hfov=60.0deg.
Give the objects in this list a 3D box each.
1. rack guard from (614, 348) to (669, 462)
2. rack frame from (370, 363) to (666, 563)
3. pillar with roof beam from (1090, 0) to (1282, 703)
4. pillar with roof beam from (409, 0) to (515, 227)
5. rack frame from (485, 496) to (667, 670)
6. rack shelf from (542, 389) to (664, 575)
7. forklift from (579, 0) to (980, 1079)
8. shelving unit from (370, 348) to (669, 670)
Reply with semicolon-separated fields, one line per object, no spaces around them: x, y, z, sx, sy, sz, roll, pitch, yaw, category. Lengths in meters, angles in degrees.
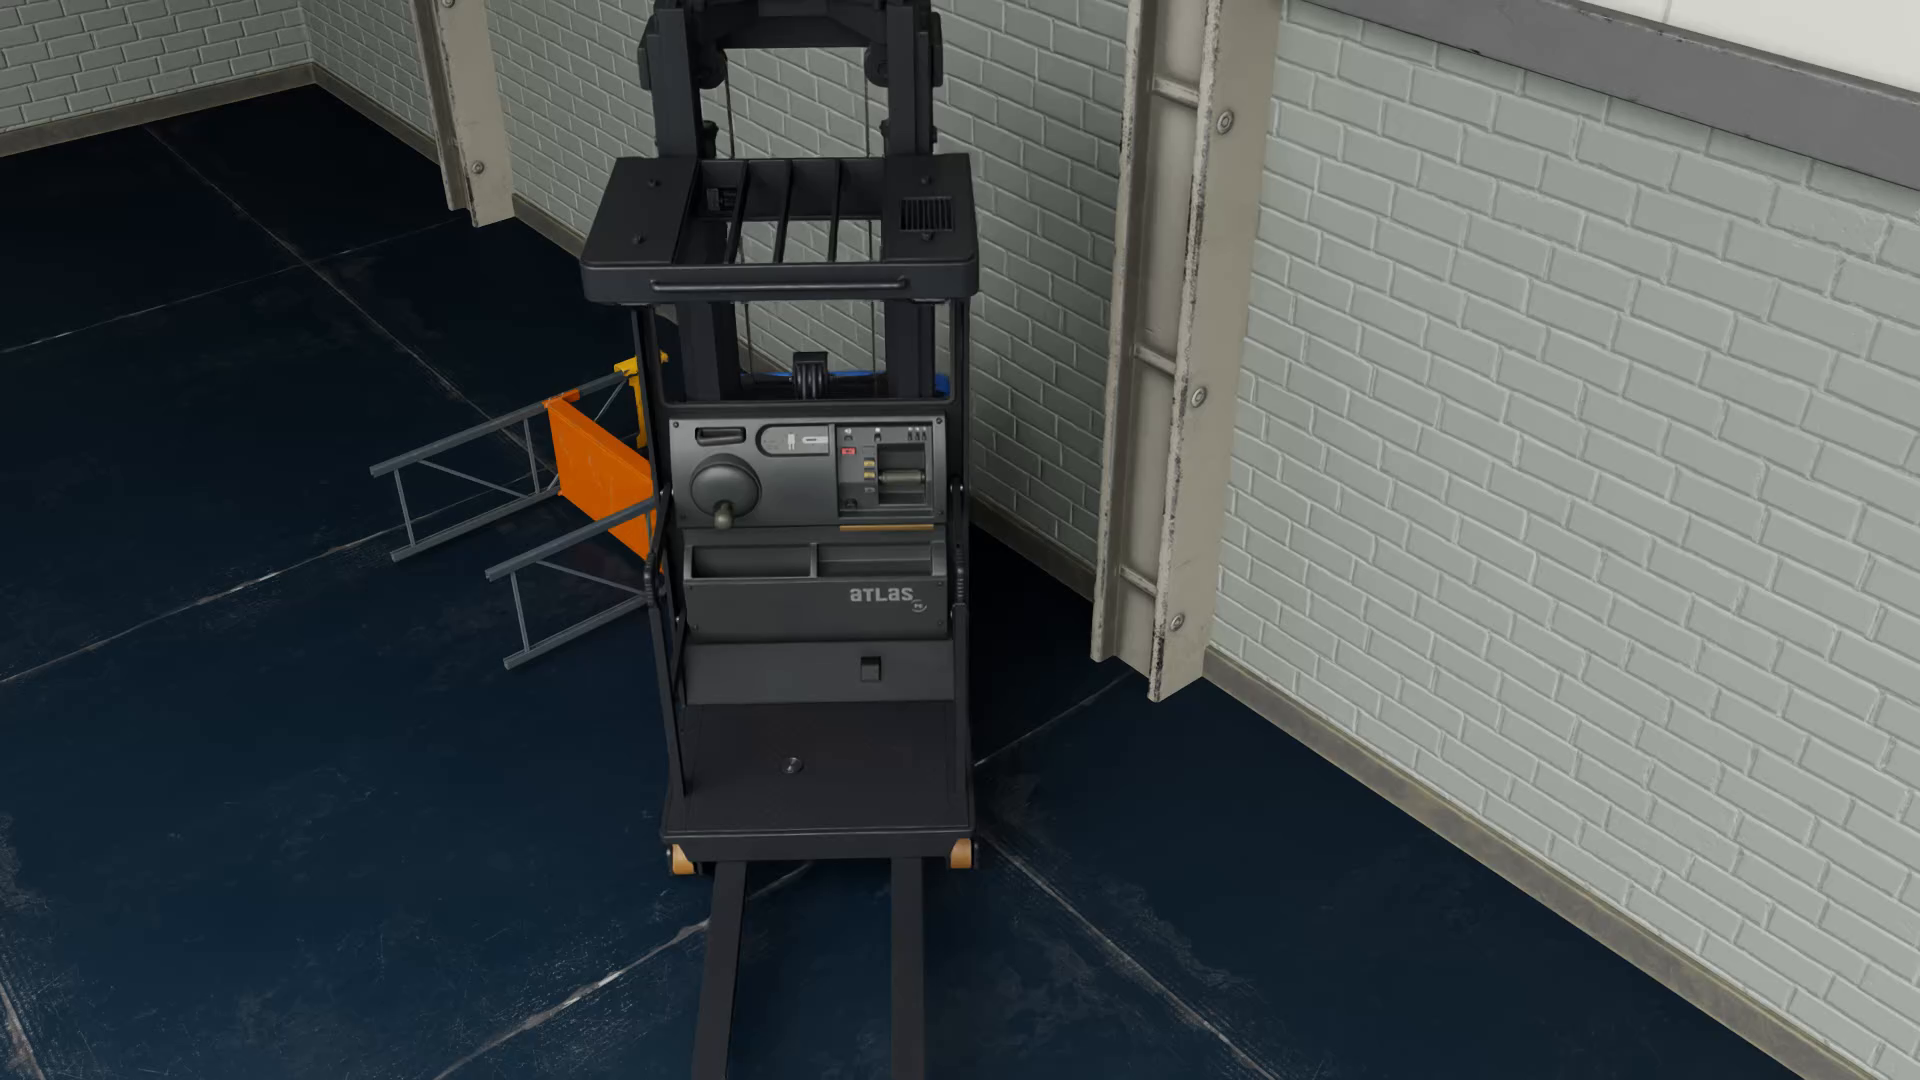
-1.524;-0.630;8.109;0.250;0.587;0.087;-27;44;-33;rack guard
-2.002;-0.397;7.780;1.500;0.500;0.032;-27;44;-33;rack frame
-2.496;-1.543;2.143;9.100;9.000;0.400;-26;43;-32;pillar with roof beam
-6.368;-4.192;5.883;9.100;9.000;0.400;-26;43;-32;pillar with roof beam
-1.323;0.040;7.163;1.500;0.500;0.032;-27;44;-33;rack frame
-1.528;-0.248;7.570;0.185;0.538;1.000;-27;44;-33;rack shelf
-0.502;-0.171;5.456;1.130;2.935;3.031;-1;35;-1;forklift
-1.656;-0.175;7.466;1.500;0.587;1.083;-27;44;-33;shelving unit
